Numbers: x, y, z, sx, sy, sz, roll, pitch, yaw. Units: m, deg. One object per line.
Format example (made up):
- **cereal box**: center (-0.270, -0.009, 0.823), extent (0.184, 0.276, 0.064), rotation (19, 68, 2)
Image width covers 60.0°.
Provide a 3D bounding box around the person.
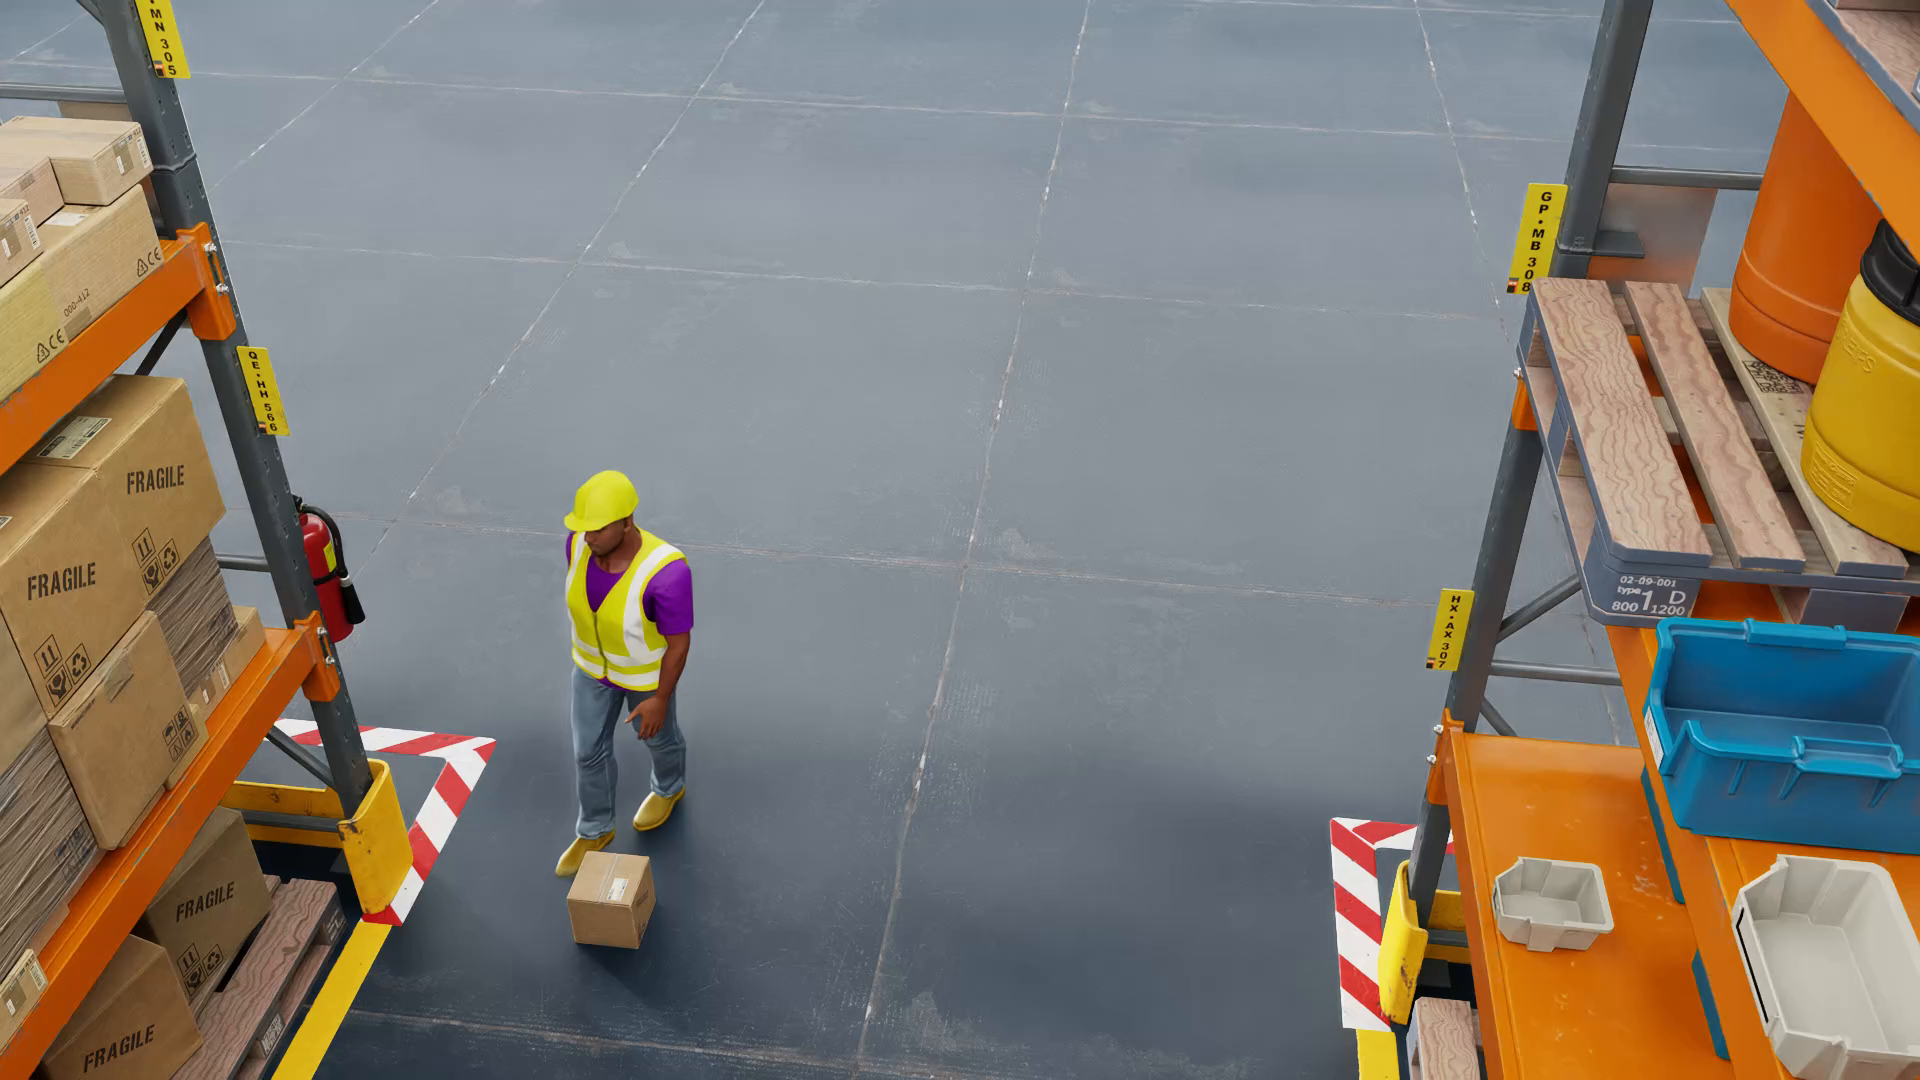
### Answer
- **person**: center (-1.282, 0.519, 6.305), extent (0.627, 1.789, 0.641), rotation (13, 38, 18)
